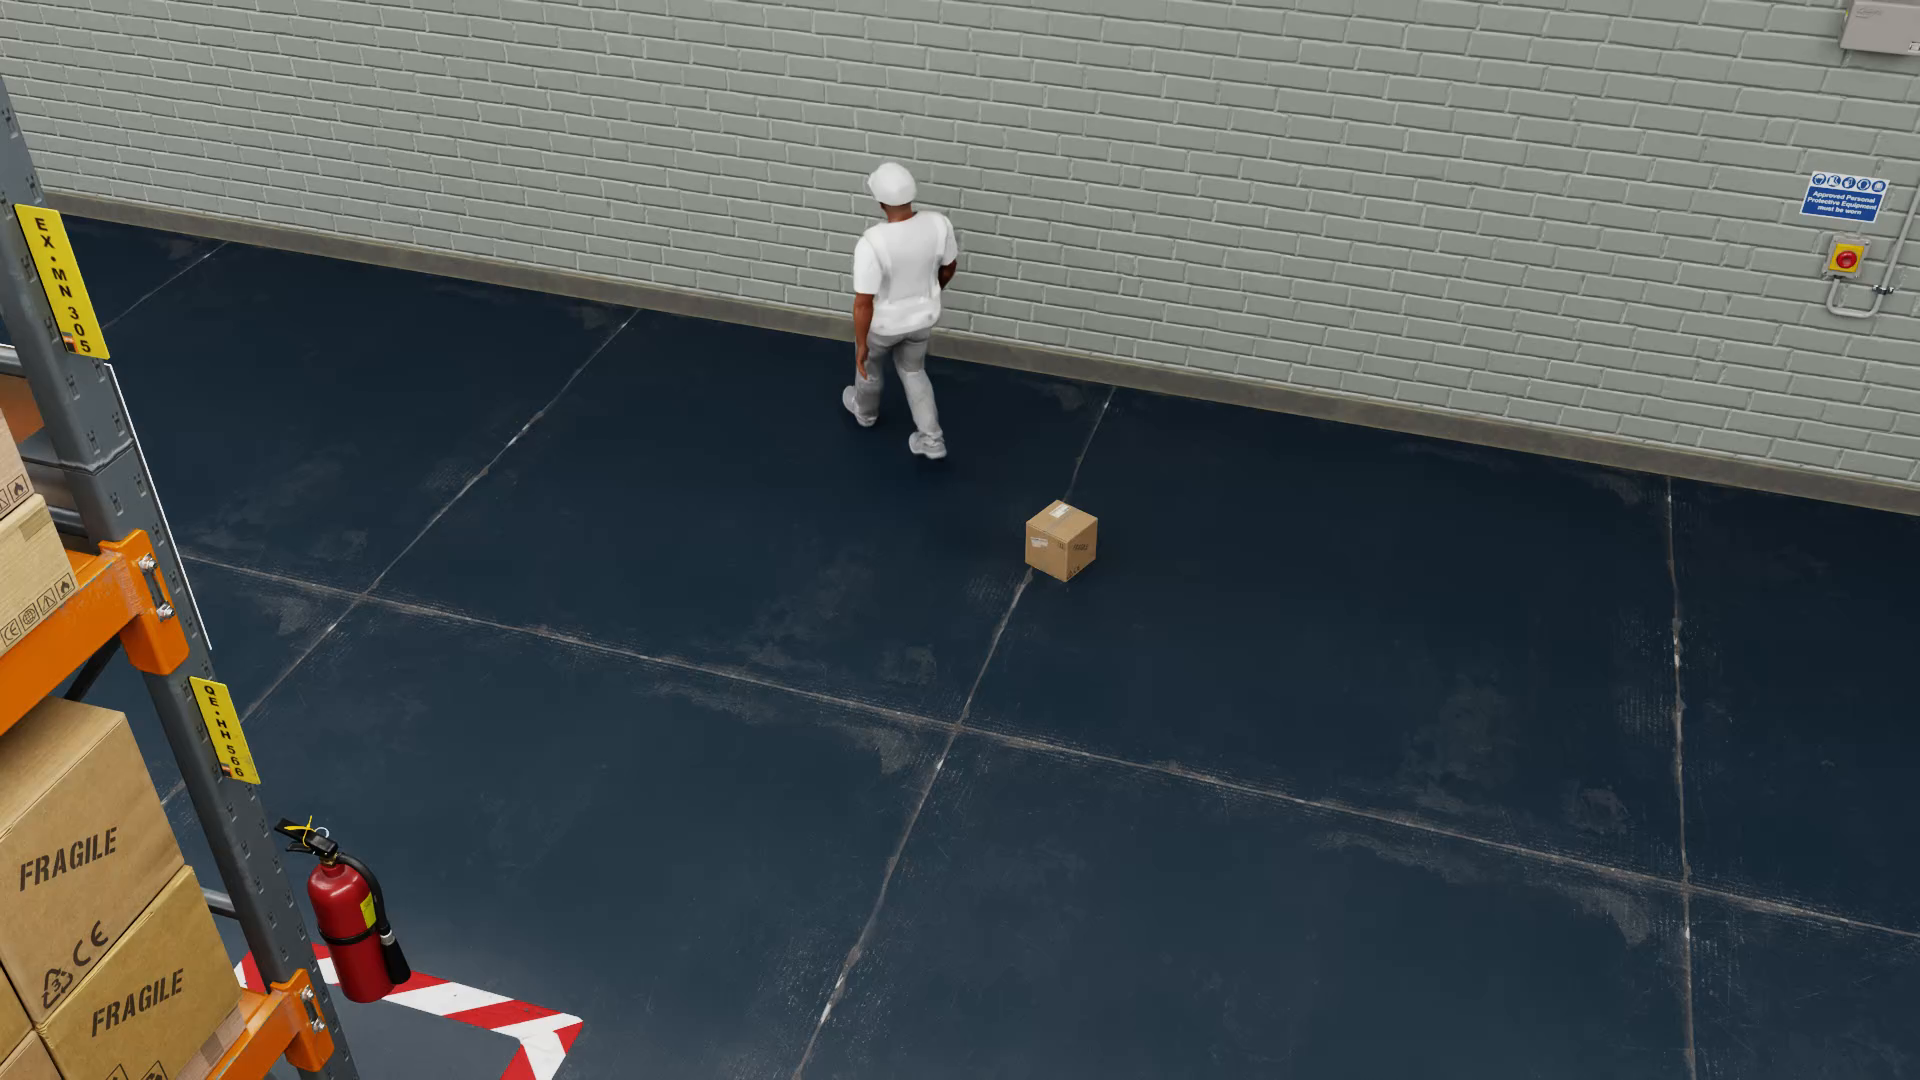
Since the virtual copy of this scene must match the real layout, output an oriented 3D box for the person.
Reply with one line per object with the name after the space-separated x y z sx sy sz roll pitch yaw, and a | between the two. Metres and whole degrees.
-0.363 -1.227 8.559 0.622 1.705 0.933 -16 40 -21 | person
